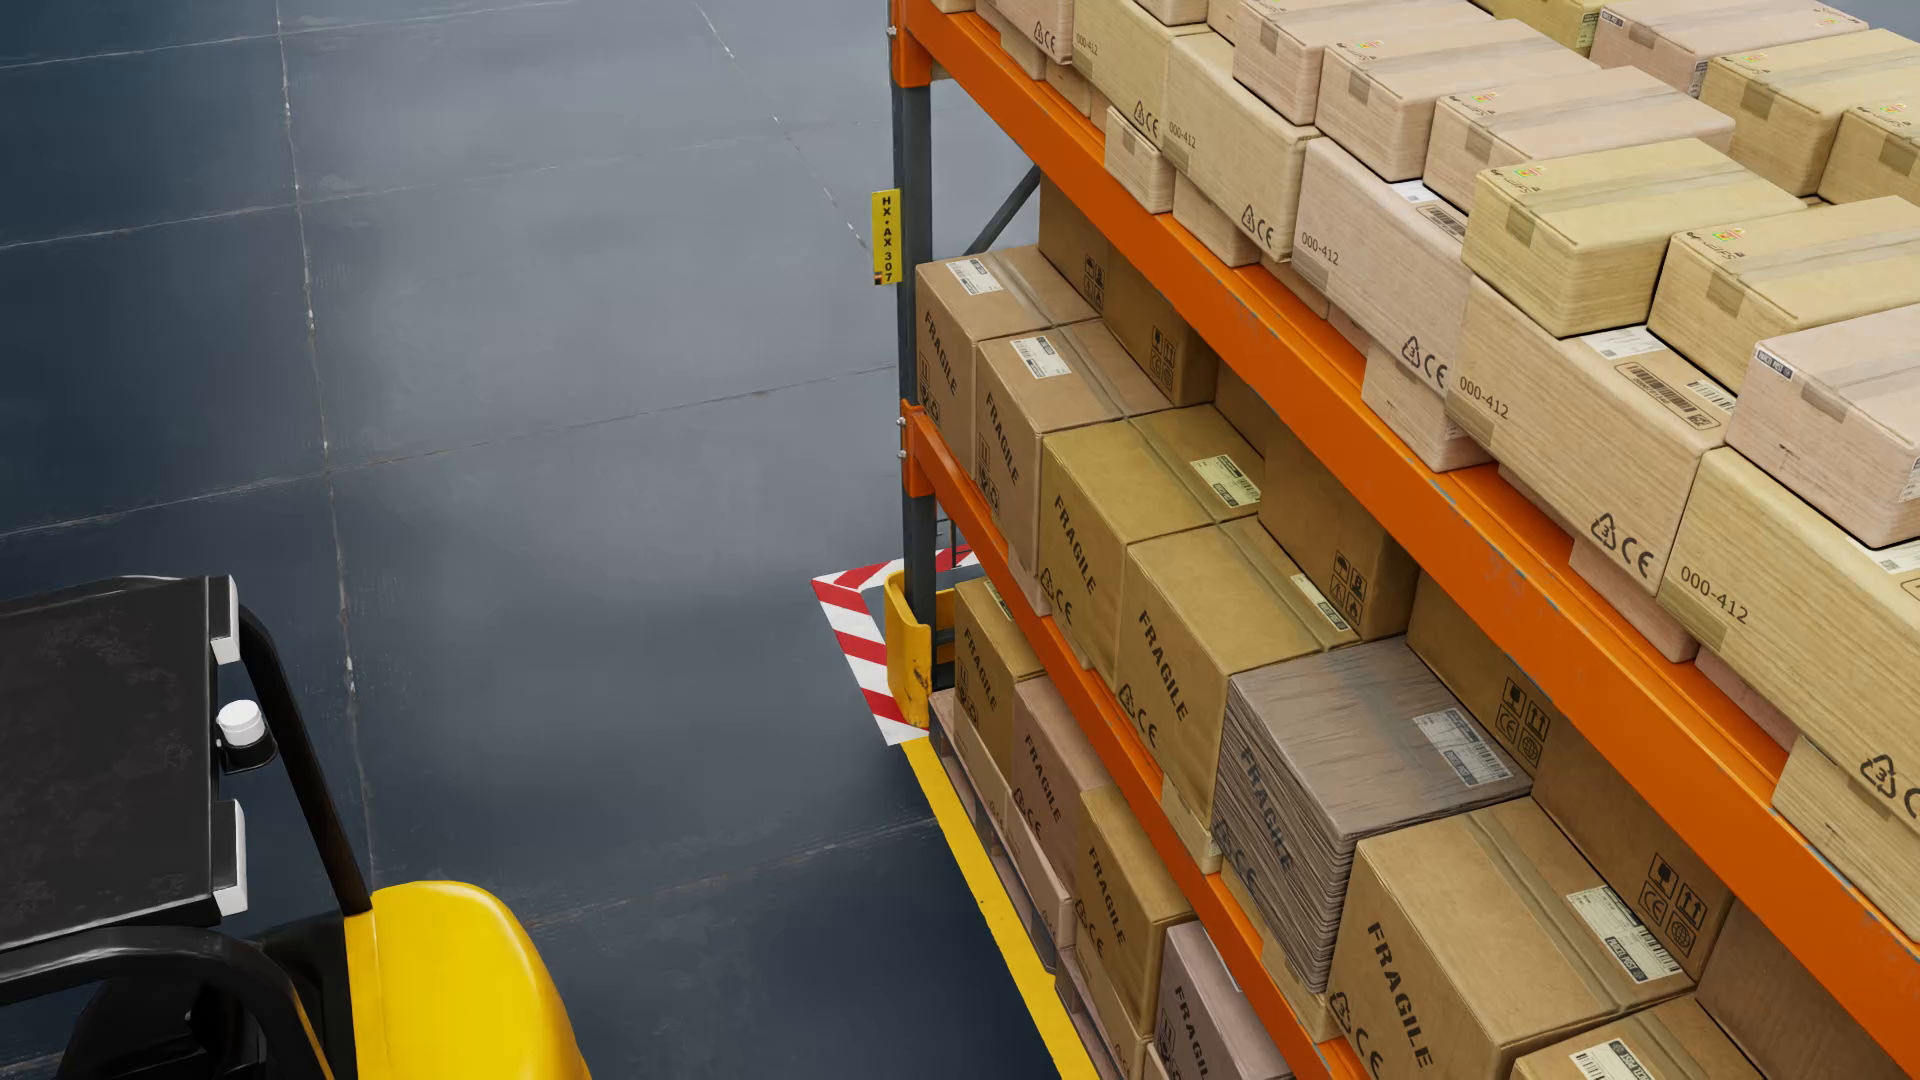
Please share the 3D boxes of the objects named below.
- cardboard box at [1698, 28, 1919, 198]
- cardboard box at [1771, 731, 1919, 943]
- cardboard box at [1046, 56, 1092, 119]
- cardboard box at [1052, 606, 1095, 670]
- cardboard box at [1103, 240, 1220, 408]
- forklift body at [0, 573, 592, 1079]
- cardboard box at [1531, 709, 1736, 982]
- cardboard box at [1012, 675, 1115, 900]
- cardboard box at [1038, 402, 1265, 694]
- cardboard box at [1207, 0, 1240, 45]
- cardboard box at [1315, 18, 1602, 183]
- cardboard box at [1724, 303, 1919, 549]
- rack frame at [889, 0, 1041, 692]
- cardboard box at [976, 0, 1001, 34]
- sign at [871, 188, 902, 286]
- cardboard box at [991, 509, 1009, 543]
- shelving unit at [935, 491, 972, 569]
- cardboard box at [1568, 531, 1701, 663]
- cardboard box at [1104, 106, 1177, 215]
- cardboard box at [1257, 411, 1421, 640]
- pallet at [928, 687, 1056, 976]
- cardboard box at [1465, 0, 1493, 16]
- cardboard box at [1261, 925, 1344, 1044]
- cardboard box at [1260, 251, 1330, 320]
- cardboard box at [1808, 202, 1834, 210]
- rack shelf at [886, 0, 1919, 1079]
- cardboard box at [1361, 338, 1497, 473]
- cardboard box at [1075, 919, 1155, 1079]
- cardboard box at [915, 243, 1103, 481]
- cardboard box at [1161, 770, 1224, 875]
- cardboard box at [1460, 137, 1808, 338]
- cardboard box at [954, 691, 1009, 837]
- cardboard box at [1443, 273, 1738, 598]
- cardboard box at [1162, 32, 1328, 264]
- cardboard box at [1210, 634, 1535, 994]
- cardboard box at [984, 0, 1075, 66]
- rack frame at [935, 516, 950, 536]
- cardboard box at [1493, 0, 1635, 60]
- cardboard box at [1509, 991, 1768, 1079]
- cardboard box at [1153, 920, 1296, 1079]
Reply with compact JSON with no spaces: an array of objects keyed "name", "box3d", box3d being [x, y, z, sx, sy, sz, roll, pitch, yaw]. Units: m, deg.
[{"name":"cardboard box","box3d":[1.456,-0.712,2.755,0.380,0.149,0.250,-14,39,-17]},{"name":"cardboard box","box3d":[1.260,0.312,2.058,0.380,0.149,0.250,-12,39,-16]},{"name":"cardboard box","box3d":[0.430,-1.156,4.007,0.380,0.149,0.250,-13,39,-16]},{"name":"cardboard box","box3d":[0.482,0.199,4.701,0.380,0.149,0.250,-11,38,-15]},{"name":"cardboard box","box3d":[0.827,-0.762,4.607,0.700,0.500,0.500,-12,39,-16]},{"name":"forklift body","box3d":[-2.015,1.328,3.699,2.313,2.155,1.214,-12,39,-16]},{"name":"cardboard box","box3d":[1.553,0.381,3.090,0.700,0.500,0.500,-12,39,-16]},{"name":"cardboard box","box3d":[0.490,0.717,5.117,0.500,0.500,0.500,-14,39,-18]},{"name":"cardboard box","box3d":[0.540,0.012,4.411,0.500,0.500,0.500,-13,39,-17]},{"name":"cardboard box","box3d":[0.704,-1.041,3.192,0.380,0.149,0.250,-12,39,-15]},{"name":"cardboard box","box3d":[0.832,-0.744,2.797,0.380,0.149,0.250,-12,39,-15]},{"name":"cardboard box","box3d":[1.180,-0.156,2.017,0.380,0.149,0.250,-13,39,-17]},{"name":"rack frame","box3d":[0.279,-0.734,5.732,1.000,3.000,0.127,-12,39,-16]},{"name":"cardboard box","box3d":[0.263,-1.448,4.394,0.380,0.149,0.250,-14,39,-17]},{"name":"sign","box3d":[-0.230,-0.968,5.322,0.100,0.325,0.005,-12,39,-16]},{"name":"cardboard box","box3d":[0.317,-0.093,5.089,0.380,0.149,0.250,-14,39,-17]},{"name":"shelving unit","box3d":[0.018,-0.389,6.894,0.215,1.050,0.252,-12,39,-16]},{"name":"cardboard box","box3d":[1.146,0.012,2.456,0.380,0.149,0.250,-12,39,-15]},{"name":"cardboard box","box3d":[0.537,-0.848,3.599,0.380,0.149,0.250,-12,39,-15]},{"name":"cardboard box","box3d":[1.140,-0.184,3.840,0.700,0.500,0.500,-13,39,-16]},{"name":"pallet","box3d":[0.552,0.889,5.895,1.003,0.211,1.213,-12,39,-16]},{"name":"cardboard box","box3d":[1.239,-0.897,3.332,0.500,0.250,0.500,-12,39,-16]},{"name":"cardboard box","box3d":[0.906,0.934,3.726,0.380,0.149,0.250,-13,39,-17]},{"name":"cardboard box","box3d":[0.818,-0.581,3.243,0.380,0.149,0.250,-13,39,-16]},{"name":"cardboard box","box3d":[1.575,-0.326,2.574,0.500,0.250,0.500,-13,39,-16]},{"name":"rack shelf","box3d":[0.967,-0.515,3.546,1.077,0.370,4.000,-12,39,-16]},{"name":"cardboard box","box3d":[0.920,-0.272,2.833,0.380,0.149,0.250,-11,38,-15]},{"name":"cardboard box","box3d":[0.665,1.305,4.961,0.500,0.250,0.500,-10,38,-13]},{"name":"cardboard box","box3d":[0.182,-0.568,5.181,0.500,0.500,0.500,-13,39,-17]},{"name":"cardboard box","box3d":[0.724,0.645,4.109,0.380,0.149,0.250,-12,39,-16]},{"name":"cardboard box","box3d":[0.962,-0.441,2.395,0.380,0.149,0.250,-11,38,-15]},{"name":"cardboard box","box3d":[0.297,0.709,5.752,0.500,0.250,0.500,-13,39,-16]},{"name":"cardboard box","box3d":[1.076,-0.211,2.421,0.500,0.250,0.500,-13,39,-17]},{"name":"cardboard box","box3d":[0.725,-0.785,3.184,0.500,0.250,0.500,-12,39,-15]},{"name":"cardboard box","box3d":[0.903,0.586,3.649,0.500,0.500,0.500,-11,38,-15]},{"name":"cardboard box","box3d":[0.366,-1.366,3.954,0.500,0.250,0.500,-13,39,-17]},{"name":"rack frame","box3d":[-0.024,-0.458,6.986,0.200,1.050,0.008,-12,39,-16]},{"name":"cardboard box","box3d":[1.241,-0.998,3.134,0.380,0.149,0.250,-12,39,-15]},{"name":"cardboard box","box3d":[1.269,1.167,2.877,0.500,0.500,0.500,-13,39,-17]},{"name":"cardboard box","box3d":[0.847,1.303,4.340,0.500,0.500,0.500,-10,38,-14]}]
